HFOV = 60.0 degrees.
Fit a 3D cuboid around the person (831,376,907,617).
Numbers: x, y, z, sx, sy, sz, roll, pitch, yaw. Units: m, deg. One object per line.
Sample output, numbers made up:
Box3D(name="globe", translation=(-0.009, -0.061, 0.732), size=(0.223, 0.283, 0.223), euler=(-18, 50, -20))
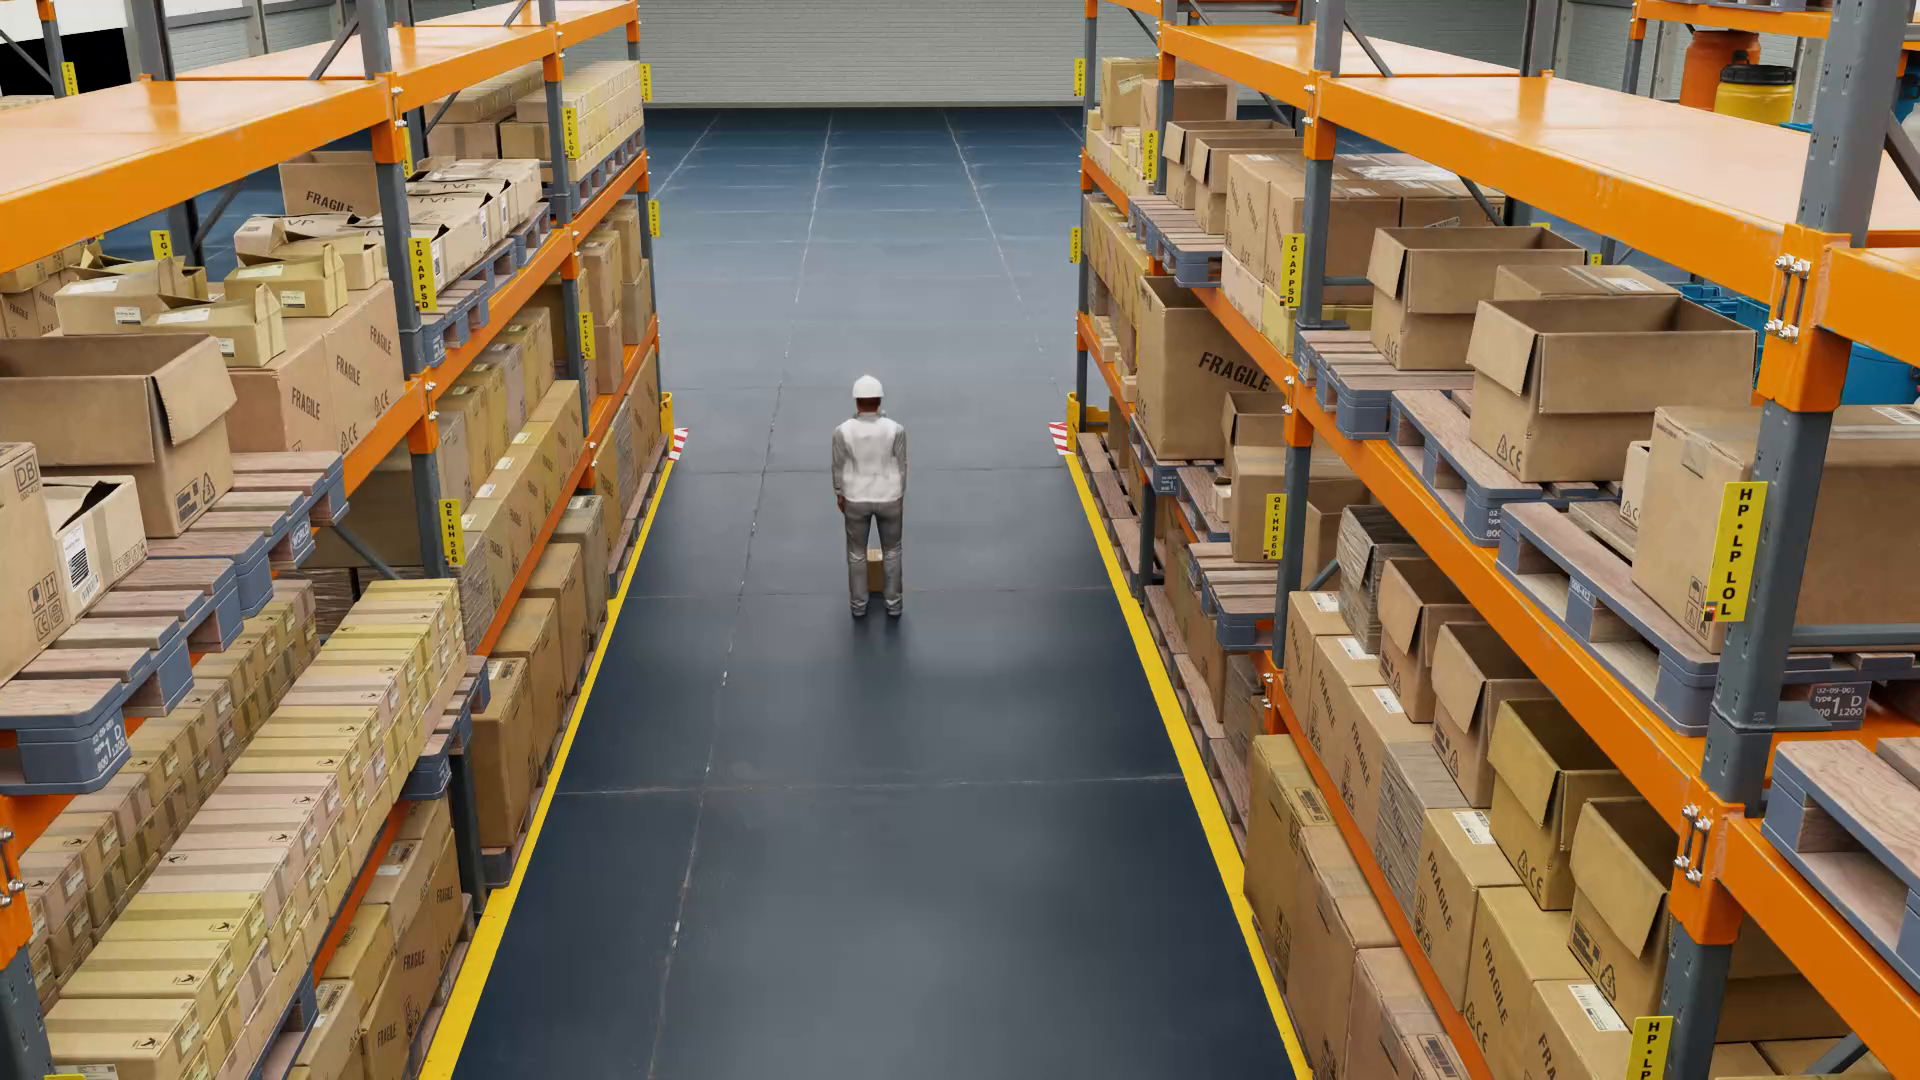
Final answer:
Box3D(name="person", translation=(-0.646, -0.308, 11.899), size=(0.536, 1.762, 0.369), euler=(-1, 20, -2))
